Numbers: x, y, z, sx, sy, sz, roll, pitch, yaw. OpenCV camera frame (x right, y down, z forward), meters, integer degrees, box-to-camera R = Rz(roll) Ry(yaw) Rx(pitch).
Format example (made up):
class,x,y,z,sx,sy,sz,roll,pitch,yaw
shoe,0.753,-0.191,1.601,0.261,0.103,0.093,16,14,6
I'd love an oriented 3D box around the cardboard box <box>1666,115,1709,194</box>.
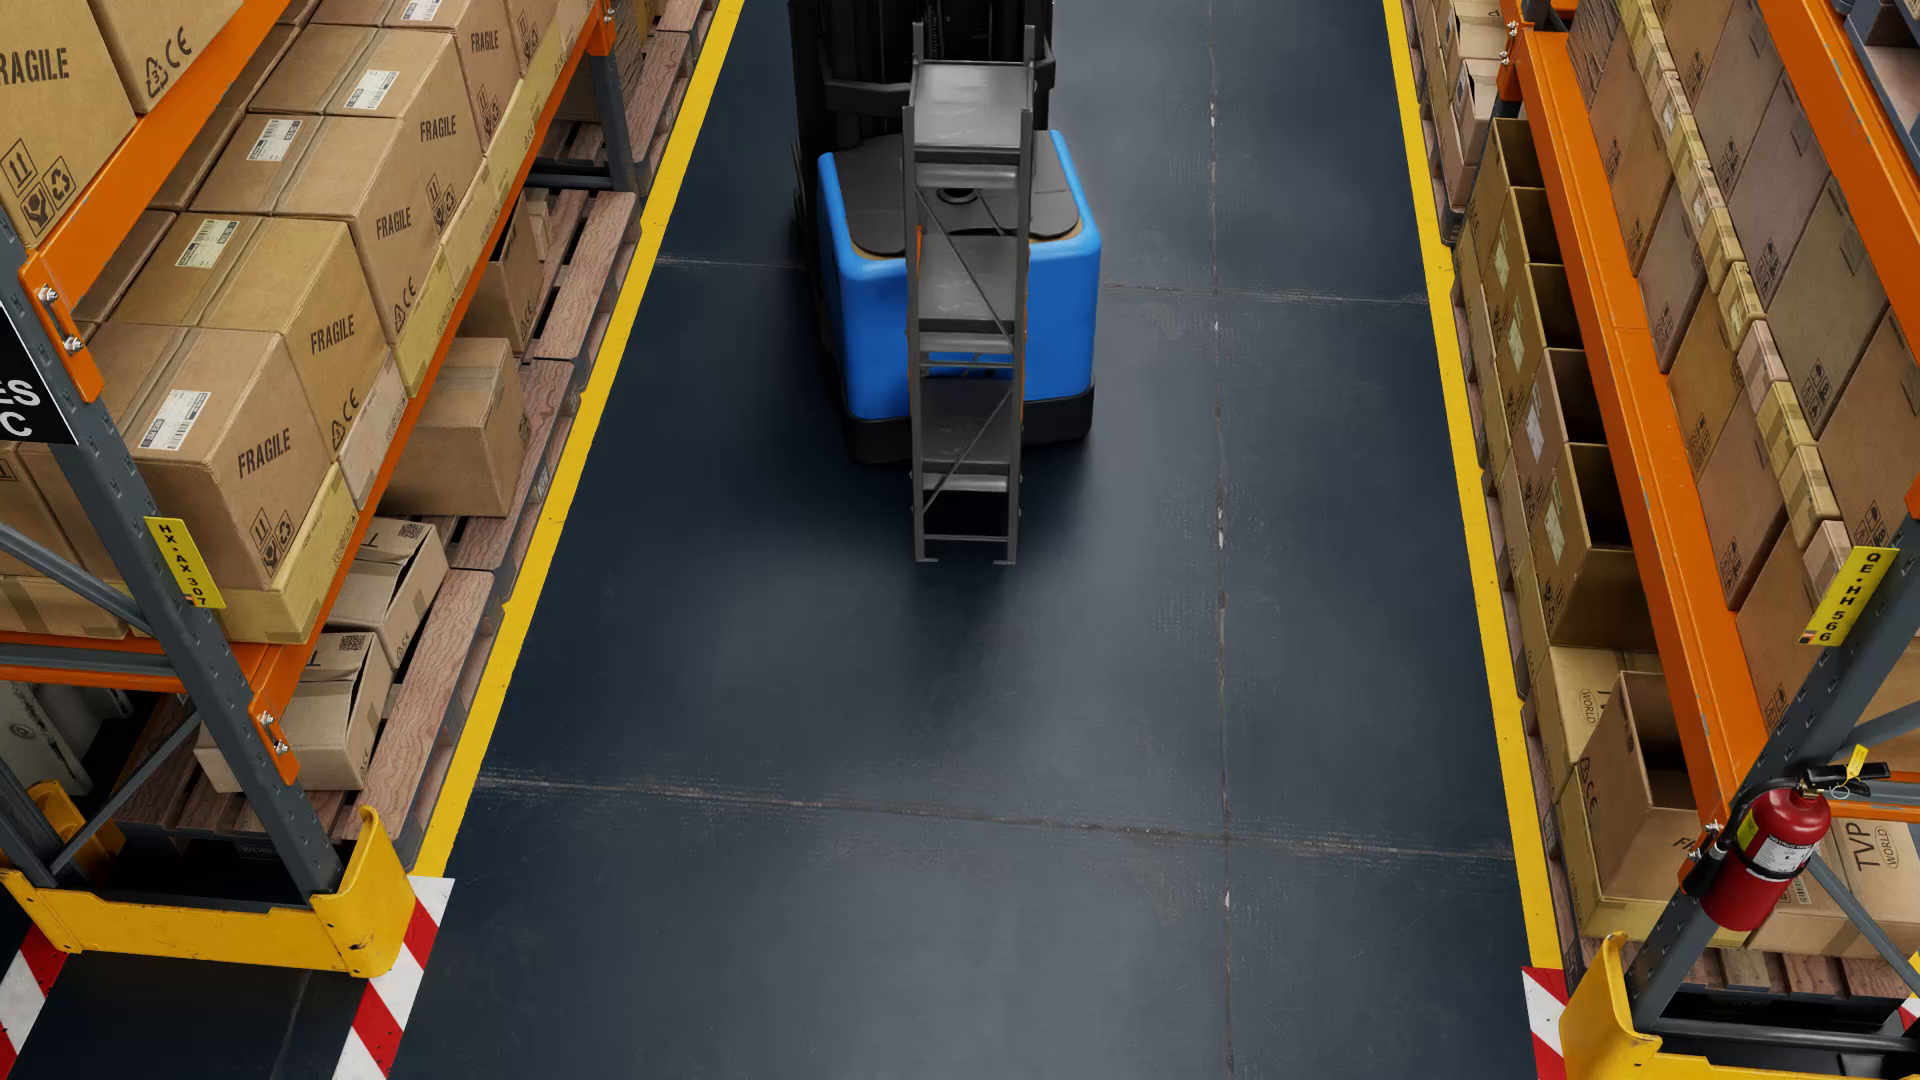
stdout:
class,x,y,z,sx,sy,sz,roll,pitch,yaw
cardboard box,2.502,-1.224,5.330,0.380,0.149,0.250,4,48,3

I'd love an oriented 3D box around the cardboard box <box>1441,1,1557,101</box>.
class,x,y,z,sx,sy,sz,roll,pitch,yaw
cardboard box,2.650,-2.397,8.109,0.500,0.311,0.500,5,48,5

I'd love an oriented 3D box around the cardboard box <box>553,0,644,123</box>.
class,x,y,z,sx,sy,sz,roll,pitch,yaw
cardboard box,-2.026,-2.472,8.374,0.700,0.500,0.500,5,48,5

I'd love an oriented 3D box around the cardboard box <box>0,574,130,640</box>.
class,x,y,z,sx,sy,sz,roll,pitch,yaw
cardboard box,-2.591,0.002,4.804,0.500,0.250,0.500,4,48,4

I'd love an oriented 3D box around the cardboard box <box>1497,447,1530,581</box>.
class,x,y,z,sx,sy,sz,roll,pitch,yaw
cardboard box,2.372,-0.086,6.375,0.500,0.250,0.500,4,48,4

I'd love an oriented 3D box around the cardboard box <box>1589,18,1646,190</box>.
class,x,y,z,sx,sy,sz,roll,pitch,yaw
cardboard box,2.781,-1.614,6.126,0.700,0.500,0.500,3,48,3

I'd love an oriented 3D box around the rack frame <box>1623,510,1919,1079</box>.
class,x,y,z,sx,sy,sz,roll,pitch,yaw
rack frame,2.492,0.645,4.128,1.000,3.000,0.127,4,48,4

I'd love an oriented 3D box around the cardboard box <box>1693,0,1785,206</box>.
class,x,y,z,sx,sy,sz,roll,pitch,yaw
cardboard box,2.686,-1.333,4.990,0.700,0.500,0.500,4,48,4

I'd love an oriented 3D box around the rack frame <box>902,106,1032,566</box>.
class,x,y,z,sx,sy,sz,roll,pitch,yaw
rack frame,0.022,-0.618,5.893,0.400,2.100,0.015,2,48,2

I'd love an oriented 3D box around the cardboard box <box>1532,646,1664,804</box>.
class,x,y,z,sx,sy,sz,roll,pitch,yaw
cardboard box,2.281,0.649,5.703,0.500,0.250,0.500,4,48,4

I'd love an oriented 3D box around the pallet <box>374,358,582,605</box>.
class,x,y,z,sx,sy,sz,roll,pitch,yaw
pallet,-2.211,-0.289,6.871,1.003,0.211,1.213,4,48,4

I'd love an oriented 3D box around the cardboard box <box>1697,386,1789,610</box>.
class,x,y,z,sx,sy,sz,roll,pitch,yaw
cardboard box,2.591,-0.117,4.757,0.700,0.500,0.500,5,48,5

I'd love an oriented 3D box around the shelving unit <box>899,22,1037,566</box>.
class,x,y,z,sx,sy,sz,roll,pitch,yaw
shelving unit,0.034,-0.798,6.057,0.431,2.100,0.503,2,48,2

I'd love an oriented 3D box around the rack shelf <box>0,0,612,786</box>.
class,x,y,z,sx,sy,sz,roll,pitch,yaw
rack shelf,-2.259,-0.913,6.039,1.077,0.370,4.000,4,48,4

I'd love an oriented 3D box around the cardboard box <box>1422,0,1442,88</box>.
class,x,y,z,sx,sy,sz,roll,pitch,yaw
cardboard box,2.700,-2.580,8.656,0.500,0.250,0.500,5,48,4

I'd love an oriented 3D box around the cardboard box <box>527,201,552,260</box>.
class,x,y,z,sx,sy,sz,roll,pitch,yaw
cardboard box,-2.095,-1.422,7.640,0.380,0.166,0.250,-2,48,-2

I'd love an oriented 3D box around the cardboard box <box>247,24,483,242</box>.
class,x,y,z,sx,sy,sz,roll,pitch,yaw
cardboard box,-1.955,-1.347,5.529,0.500,0.500,0.500,5,48,5

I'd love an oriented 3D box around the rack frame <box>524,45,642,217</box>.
class,x,y,z,sx,sy,sz,roll,pitch,yaw
rack frame,-2.076,-2.625,7.118,1.000,3.000,0.127,4,48,4

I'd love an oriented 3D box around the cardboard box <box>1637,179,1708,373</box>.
class,x,y,z,sx,sy,sz,roll,pitch,yaw
cardboard box,2.686,-0.869,5.444,0.700,0.500,0.500,5,48,5

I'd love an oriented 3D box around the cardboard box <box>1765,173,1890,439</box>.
class,x,y,z,sx,sy,sz,roll,pitch,yaw
cardboard box,2.595,-0.595,4.314,0.700,0.500,0.500,3,48,3

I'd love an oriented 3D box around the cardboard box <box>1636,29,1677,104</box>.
class,x,y,z,sx,sy,sz,roll,pitch,yaw
cardboard box,2.548,-1.612,5.684,0.380,0.149,0.250,2,48,2

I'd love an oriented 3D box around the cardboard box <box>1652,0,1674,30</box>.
class,x,y,z,sx,sy,sz,roll,pitch,yaw
cardboard box,2.778,-2.068,5.662,0.700,0.500,0.500,4,48,3

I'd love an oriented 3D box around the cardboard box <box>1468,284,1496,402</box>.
class,x,y,z,sx,sy,sz,roll,pitch,yaw
cardboard box,2.462,-0.821,7.047,0.500,0.250,0.500,4,48,4

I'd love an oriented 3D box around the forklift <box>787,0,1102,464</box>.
class,x,y,z,sx,sy,sz,roll,pitch,yaw
forklift,-0.201,-2.413,6.971,1.130,2.935,3.031,-7,48,-7

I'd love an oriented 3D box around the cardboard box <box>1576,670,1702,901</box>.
class,x,y,z,sx,sy,sz,roll,pitch,yaw
cardboard box,2.245,0.764,5.089,0.500,0.500,0.500,4,48,4

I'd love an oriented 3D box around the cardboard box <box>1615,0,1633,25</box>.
class,x,y,z,sx,sy,sz,roll,pitch,yaw
cardboard box,2.595,-1.989,6.029,0.380,0.149,0.250,3,48,3

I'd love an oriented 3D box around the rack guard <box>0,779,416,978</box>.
class,x,y,z,sx,sy,sz,roll,pitch,yaw
rack guard,-2.434,1.102,5.403,1.175,0.500,0.348,4,48,4

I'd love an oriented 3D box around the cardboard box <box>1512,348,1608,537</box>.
class,x,y,z,sx,sy,sz,roll,pitch,yaw
cardboard box,2.368,-0.339,6.098,0.500,0.500,0.500,4,48,4

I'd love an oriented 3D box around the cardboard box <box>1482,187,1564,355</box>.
class,x,y,z,sx,sy,sz,roll,pitch,yaw
cardboard box,2.465,-1.074,6.770,0.500,0.500,0.500,4,48,4

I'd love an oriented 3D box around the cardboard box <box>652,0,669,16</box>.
class,x,y,z,sx,sy,sz,roll,pitch,yaw
cardboard box,-1.942,-3.227,9.065,0.700,0.500,0.500,4,48,4

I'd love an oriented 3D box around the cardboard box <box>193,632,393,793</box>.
class,x,y,z,sx,sy,sz,roll,pitch,yaw
cardboard box,-2.288,0.571,5.719,0.500,0.311,0.500,-1,48,-1

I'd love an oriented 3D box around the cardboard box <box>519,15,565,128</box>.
class,x,y,z,sx,sy,sz,roll,pitch,yaw
cardboard box,-1.871,-1.847,6.495,0.500,0.250,0.500,4,48,4

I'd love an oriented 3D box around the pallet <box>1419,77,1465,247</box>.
class,x,y,z,sx,sy,sz,roll,pitch,yaw
pallet,2.885,-1.898,8.342,1.003,0.211,1.213,4,48,4

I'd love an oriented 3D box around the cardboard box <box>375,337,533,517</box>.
class,x,y,z,sx,sy,sz,roll,pitch,yaw
cardboard box,-2.120,-0.448,6.522,0.700,0.500,0.500,1,48,1

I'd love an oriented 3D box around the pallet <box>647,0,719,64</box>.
class,x,y,z,sx,sy,sz,roll,pitch,yaw
pallet,-1.898,-3.155,9.493,1.003,0.211,1.213,4,48,4

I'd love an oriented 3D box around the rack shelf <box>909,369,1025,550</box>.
class,x,y,z,sx,sy,sz,roll,pitch,yaw
rack shelf,0.034,-0.317,6.584,0.431,0.518,0.480,2,48,2

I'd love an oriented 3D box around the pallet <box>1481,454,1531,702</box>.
class,x,y,z,sx,sy,sz,roll,pitch,yaw
pallet,2.634,0.127,6.491,1.003,0.211,1.213,4,48,4

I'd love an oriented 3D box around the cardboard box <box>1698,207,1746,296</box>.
class,x,y,z,sx,sy,sz,roll,pitch,yaw
cardboard box,2.454,-0.853,4.990,0.380,0.149,0.250,5,48,5

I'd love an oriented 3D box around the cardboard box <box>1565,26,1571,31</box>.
class,x,y,z,sx,sy,sz,roll,pitch,yaw
cardboard box,3.194,-2.352,8.067,0.500,0.311,0.500,3,48,3

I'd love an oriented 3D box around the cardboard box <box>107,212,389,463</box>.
class,x,y,z,sx,sy,sz,roll,pitch,yaw
cardboard box,-2.043,-0.588,4.835,0.500,0.500,0.500,4,48,4

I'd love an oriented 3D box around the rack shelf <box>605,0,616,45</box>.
class,x,y,z,sx,sy,sz,roll,pitch,yaw
rack shelf,-1.894,-3.852,8.728,1.077,0.370,4.000,4,48,4

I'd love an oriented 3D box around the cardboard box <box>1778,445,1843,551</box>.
class,x,y,z,sx,sy,sz,roll,pitch,yaw
cardboard box,2.360,-0.094,4.296,0.380,0.149,0.250,5,48,5

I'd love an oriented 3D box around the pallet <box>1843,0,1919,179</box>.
class,x,y,z,sx,sy,sz,roll,pitch,yaw
pallet,2.583,-0.856,3.527,1.003,0.211,1.213,4,48,4

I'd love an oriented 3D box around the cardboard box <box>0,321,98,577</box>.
class,x,y,z,sx,sy,sz,roll,pitch,yaw
cardboard box,-2.610,-0.256,4.531,0.500,0.500,0.500,3,48,3

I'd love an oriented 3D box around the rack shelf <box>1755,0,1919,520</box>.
class,x,y,z,sx,sy,sz,roll,pitch,yaw
rack shelf,2.675,-1.595,4.630,1.077,0.370,4.000,4,48,4

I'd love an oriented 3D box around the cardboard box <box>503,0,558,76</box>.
class,x,y,z,sx,sy,sz,roll,pitch,yaw
cardboard box,-1.851,-2.099,6.217,0.500,0.500,0.500,4,48,3

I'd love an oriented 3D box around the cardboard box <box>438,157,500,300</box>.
class,x,y,z,sx,sy,sz,roll,pitch,yaw
cardboard box,-1.947,-1.107,5.818,0.500,0.250,0.500,4,48,4

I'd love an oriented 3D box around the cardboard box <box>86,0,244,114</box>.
class,x,y,z,sx,sy,sz,roll,pitch,yaw
cardboard box,-2.077,-1.360,3.847,0.500,0.500,0.500,7,48,6

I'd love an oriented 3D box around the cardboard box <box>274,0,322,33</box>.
class,x,y,z,sx,sy,sz,roll,pitch,yaw
cardboard box,-2.429,-1.757,5.904,0.500,0.500,0.500,5,48,5

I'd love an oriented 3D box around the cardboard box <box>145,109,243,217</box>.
class,x,y,z,sx,sy,sz,roll,pitch,yaw
cardboard box,-2.511,-1.005,5.216,0.500,0.500,0.500,3,48,2

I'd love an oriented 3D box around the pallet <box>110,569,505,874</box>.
class,x,y,z,sx,sy,sz,roll,pitch,yaw
pallet,-2.325,0.605,6.054,1.003,0.211,1.213,4,48,4

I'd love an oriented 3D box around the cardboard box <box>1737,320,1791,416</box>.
class,x,y,z,sx,sy,sz,roll,pitch,yaw
cardboard box,2.408,-0.467,4.637,0.380,0.149,0.250,4,48,4

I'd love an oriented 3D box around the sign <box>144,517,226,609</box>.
class,x,y,z,sx,sy,sz,roll,pitch,yaw
sign,-1.901,0.058,4.077,0.100,0.325,0.005,4,48,4

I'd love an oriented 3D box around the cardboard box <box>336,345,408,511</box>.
class,x,y,z,sx,sy,sz,roll,pitch,yaw
cardboard box,-2.047,-0.362,5.136,0.500,0.250,0.500,3,48,2

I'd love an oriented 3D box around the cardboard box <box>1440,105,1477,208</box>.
class,x,y,z,sx,sy,sz,roll,pitch,yaw
cardboard box,2.606,-1.833,7.972,0.500,0.250,0.500,3,48,3

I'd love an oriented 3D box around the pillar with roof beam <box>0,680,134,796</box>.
class,x,y,z,sx,sy,sz,roll,pitch,yaw
pillar with roof beam,1.049,-1.993,2.475,9.100,9.000,0.400,4,48,4

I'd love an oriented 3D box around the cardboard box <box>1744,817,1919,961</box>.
class,x,y,z,sx,sy,sz,roll,pitch,yaw
cardboard box,2.763,1.052,5.334,0.500,0.250,0.500,4,48,4

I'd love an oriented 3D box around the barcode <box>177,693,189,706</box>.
class,x,y,z,sx,sy,sz,roll,pitch,yaw
barcode,-2.685,0.528,5.752,0.001,0.075,0.075,4,48,4
